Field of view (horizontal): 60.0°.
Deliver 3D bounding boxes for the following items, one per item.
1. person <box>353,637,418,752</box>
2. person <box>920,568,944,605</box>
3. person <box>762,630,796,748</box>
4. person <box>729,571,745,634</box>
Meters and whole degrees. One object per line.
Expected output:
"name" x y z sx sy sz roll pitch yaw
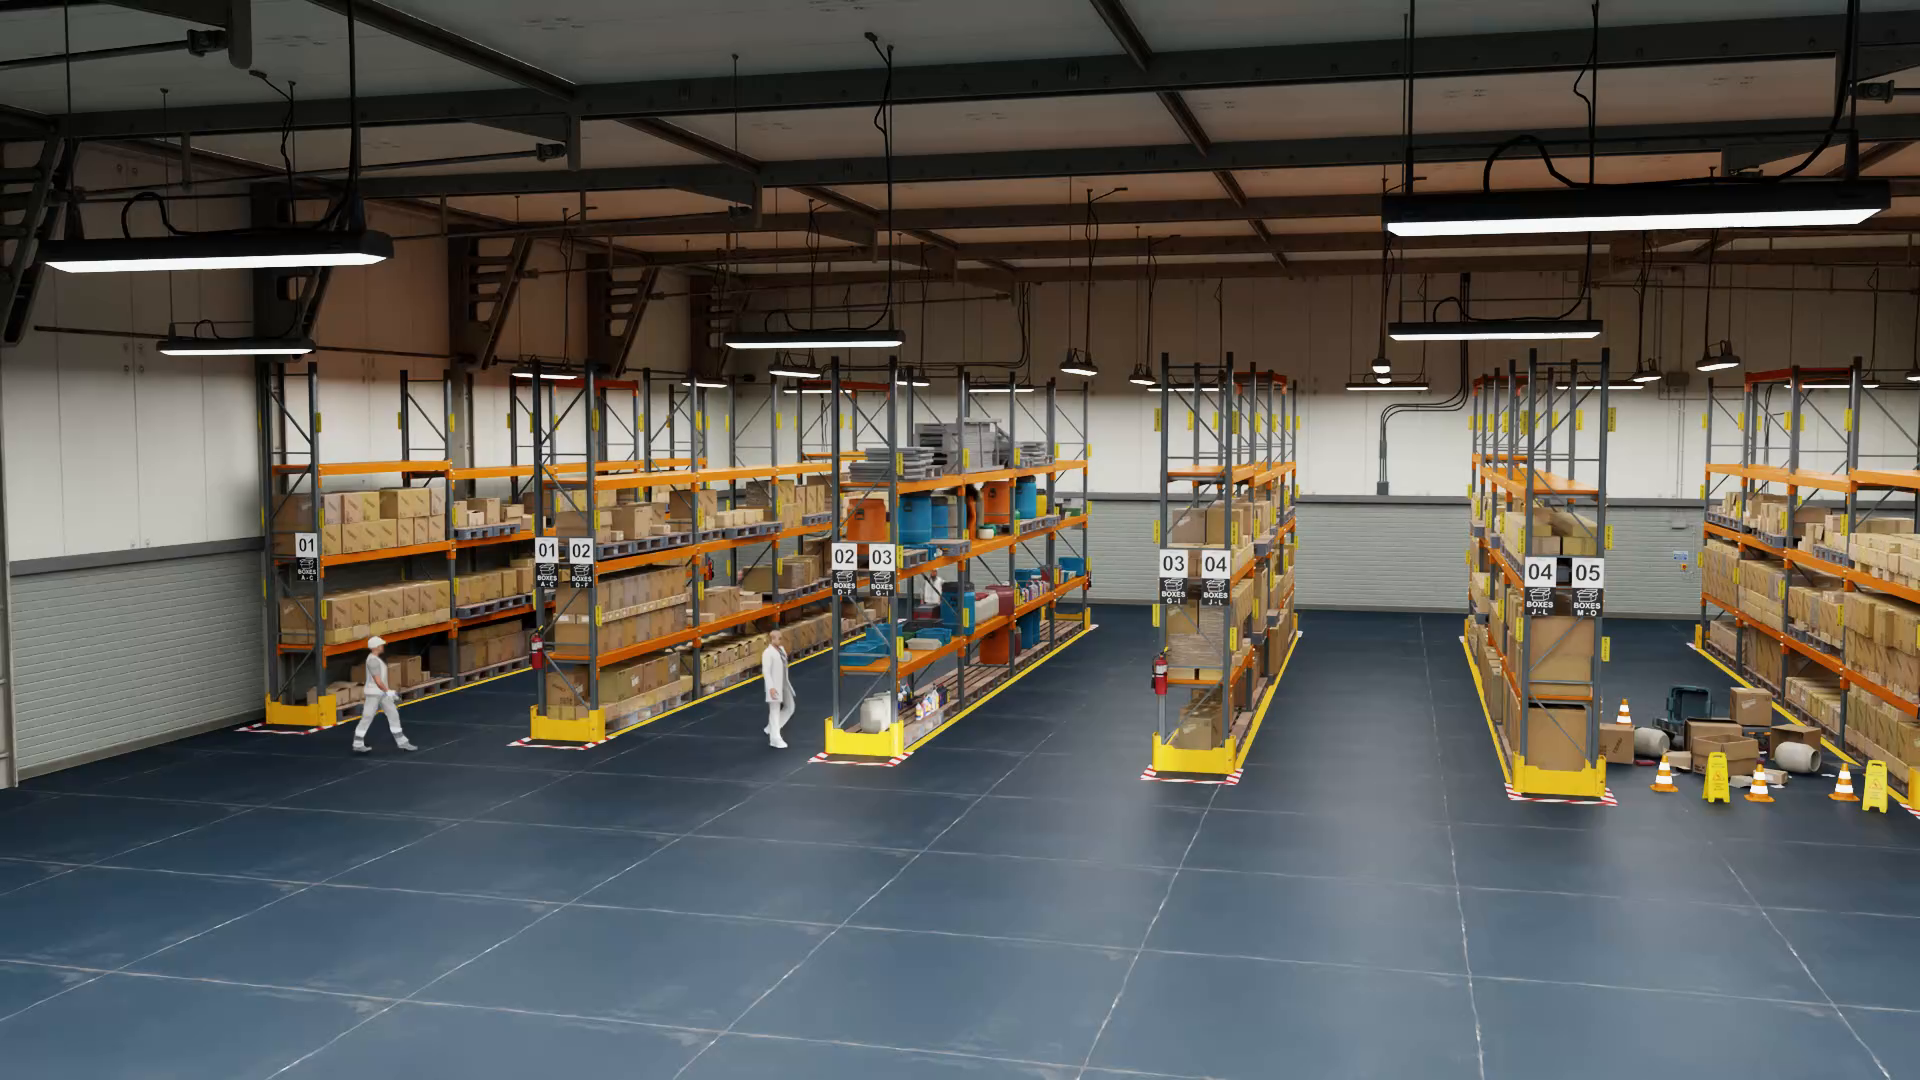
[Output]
"person" -8.719 2.331 25.082 0.931 1.756 0.506 0 4 1
"person" -0.638 1.444 38.437 0.659 1.757 0.983 1 4 17
"person" -2.819 2.295 25.801 0.587 1.789 0.731 2 5 28
"person" -4.974 1.539 37.401 0.499 1.684 1.012 1 4 19
